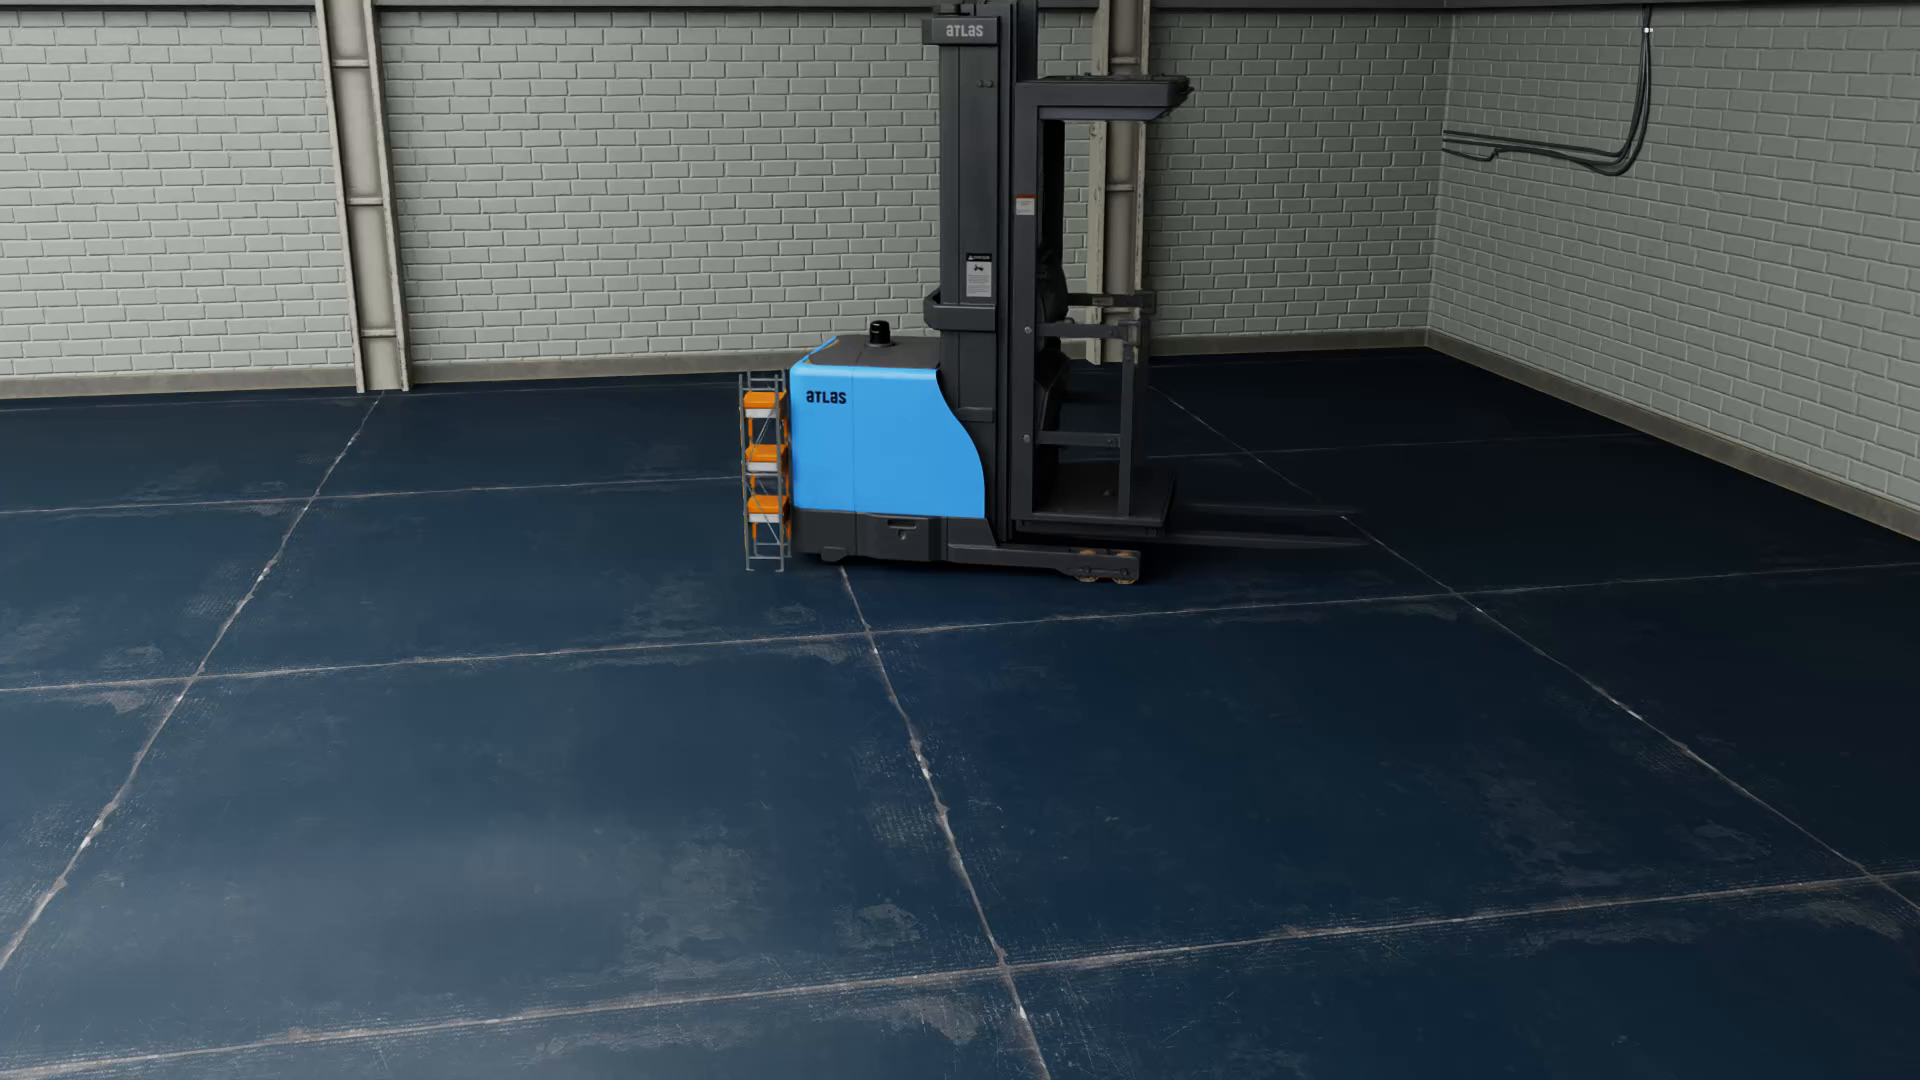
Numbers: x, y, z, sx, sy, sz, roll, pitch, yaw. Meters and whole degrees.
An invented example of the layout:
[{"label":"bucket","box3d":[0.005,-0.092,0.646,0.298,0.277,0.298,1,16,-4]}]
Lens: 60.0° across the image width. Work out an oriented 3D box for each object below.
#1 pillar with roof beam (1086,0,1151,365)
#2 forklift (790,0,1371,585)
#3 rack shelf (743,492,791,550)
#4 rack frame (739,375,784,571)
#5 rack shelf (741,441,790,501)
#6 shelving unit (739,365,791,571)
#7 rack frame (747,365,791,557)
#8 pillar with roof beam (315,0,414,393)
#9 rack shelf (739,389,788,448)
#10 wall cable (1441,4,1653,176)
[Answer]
[{"label":"pillar with roof beam","box3d":[2.128,-4.610,8.994,0.400,9.000,9.100,-3,17,-10]},{"label":"forklift","box3d":[0.667,-1.339,8.680,3.031,2.935,1.130,3,17,10]},{"label":"rack shelf","box3d":[-1.022,-0.100,8.833,0.215,0.259,0.240,1,17,3]},{"label":"rack frame","box3d":[-1.028,-0.340,8.631,0.200,1.050,0.008,1,17,3]},{"label":"rack shelf","box3d":[-1.022,-0.366,8.751,0.215,0.259,0.240,1,17,3]},{"label":"shelving unit","box3d":[-1.022,-0.376,8.748,0.215,1.050,0.252,1,17,3]},{"label":"rack frame","box3d":[-1.016,-0.412,8.864,0.200,1.050,0.008,1,17,3]},{"label":"pillar with roof beam","box3d":[-3.763,-4.276,7.906,0.400,9.000,9.100,-3,17,-10]},{"label":"rack shelf","box3d":[-1.022,-0.637,8.668,0.215,0.259,0.240,1,17,3]},{"label":"wall cable","box3d":[4.455,-4.149,12.783,0.112,2.526,3.097,-3,17,-10]}]
